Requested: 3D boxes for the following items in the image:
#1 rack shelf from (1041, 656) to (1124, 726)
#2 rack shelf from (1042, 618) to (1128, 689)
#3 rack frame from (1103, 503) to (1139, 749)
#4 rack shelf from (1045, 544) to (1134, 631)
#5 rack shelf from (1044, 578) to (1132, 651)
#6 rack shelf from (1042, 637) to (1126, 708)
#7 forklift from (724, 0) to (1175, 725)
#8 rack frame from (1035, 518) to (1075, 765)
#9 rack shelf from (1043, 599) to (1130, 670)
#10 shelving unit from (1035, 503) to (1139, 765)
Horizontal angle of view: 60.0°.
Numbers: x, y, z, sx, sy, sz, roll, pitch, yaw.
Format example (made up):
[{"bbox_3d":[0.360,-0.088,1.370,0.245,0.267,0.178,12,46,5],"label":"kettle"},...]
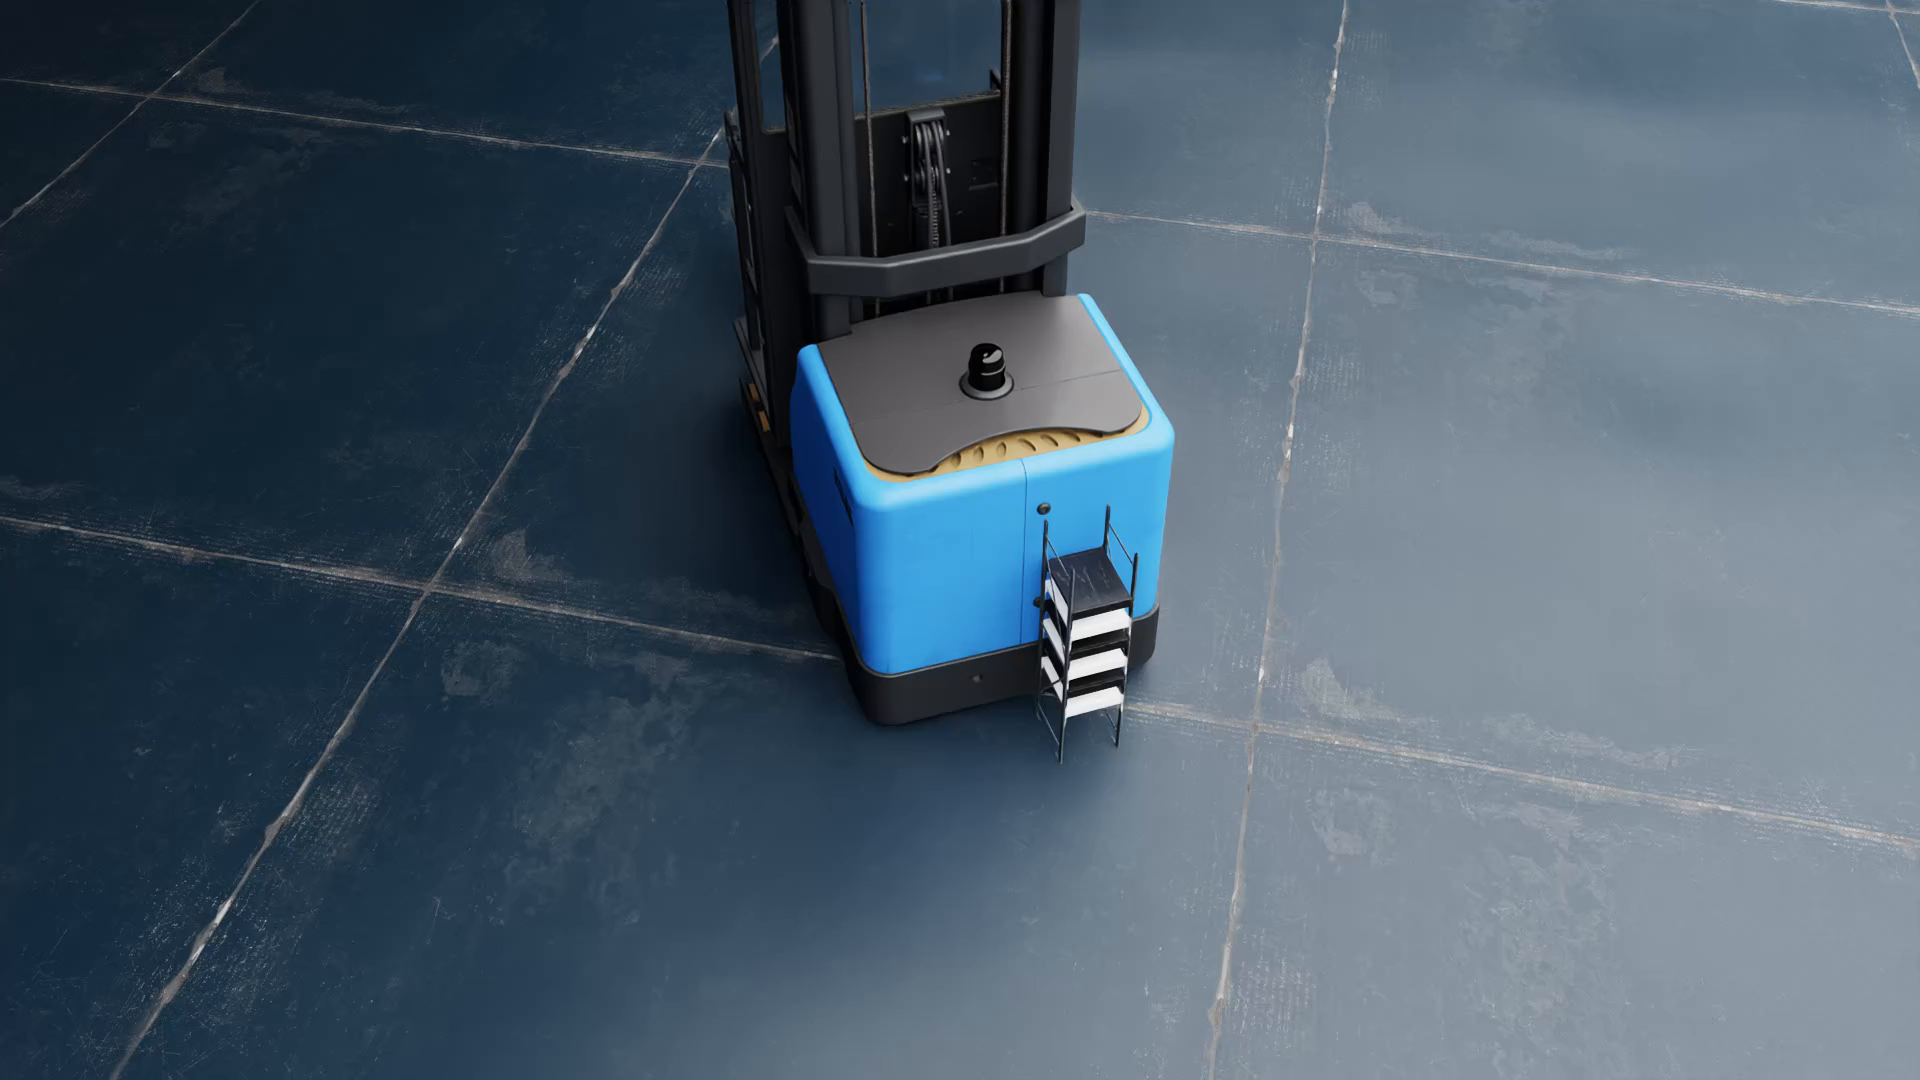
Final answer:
[{"bbox_3d":[0.391,0.468,5.423,0.200,0.077,0.258,-13,45,-13],"label":"rack shelf"},{"bbox_3d":[0.391,0.338,5.298,0.200,0.077,0.258,-13,45,-13],"label":"rack shelf"},{"bbox_3d":[0.488,0.292,5.298,0.006,0.900,0.240,-13,45,-13],"label":"rack frame"},{"bbox_3d":[0.391,0.144,5.111,0.200,0.077,0.258,-13,45,-13],"label":"rack shelf"},{"bbox_3d":[0.391,0.209,5.173,0.200,0.077,0.258,-13,45,-13],"label":"rack shelf"},{"bbox_3d":[0.391,0.403,5.360,0.200,0.077,0.258,-13,45,-13],"label":"rack shelf"},{"bbox_3d":[-0.252,-1.483,5.677,1.130,2.935,3.031,-12,45,-12],"label":"forklift"},{"bbox_3d":[0.295,0.337,5.251,0.006,0.900,0.240,-13,45,-13],"label":"rack frame"},{"bbox_3d":[0.391,0.273,5.235,0.200,0.077,0.258,-13,45,-13],"label":"rack shelf"},{"bbox_3d":[0.391,0.314,5.275,0.210,0.900,0.258,-13,45,-13],"label":"shelving unit"}]
